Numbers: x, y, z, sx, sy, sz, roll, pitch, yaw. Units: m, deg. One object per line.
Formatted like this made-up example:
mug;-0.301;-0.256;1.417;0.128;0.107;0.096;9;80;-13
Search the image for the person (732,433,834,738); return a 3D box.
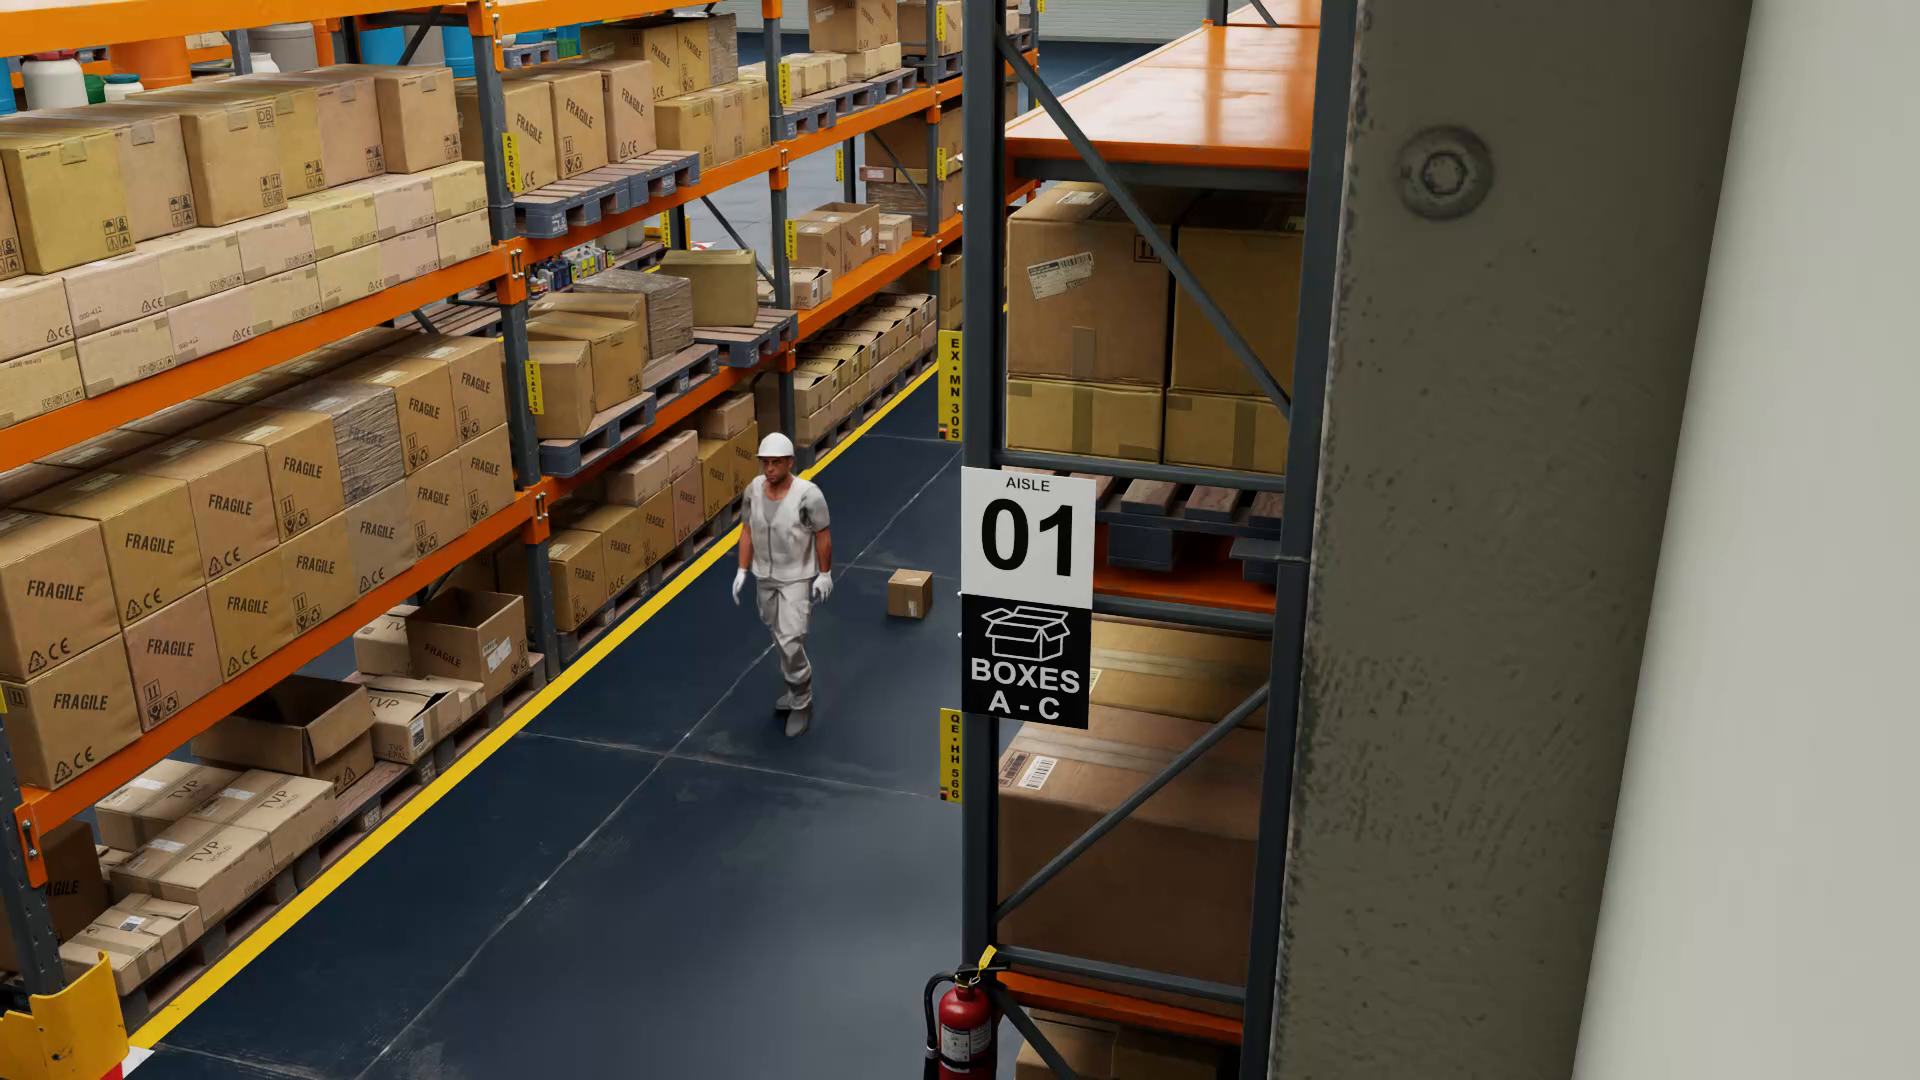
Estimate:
person;-1.046;0.253;9.815;0.539;1.837;0.518;10;24;25
